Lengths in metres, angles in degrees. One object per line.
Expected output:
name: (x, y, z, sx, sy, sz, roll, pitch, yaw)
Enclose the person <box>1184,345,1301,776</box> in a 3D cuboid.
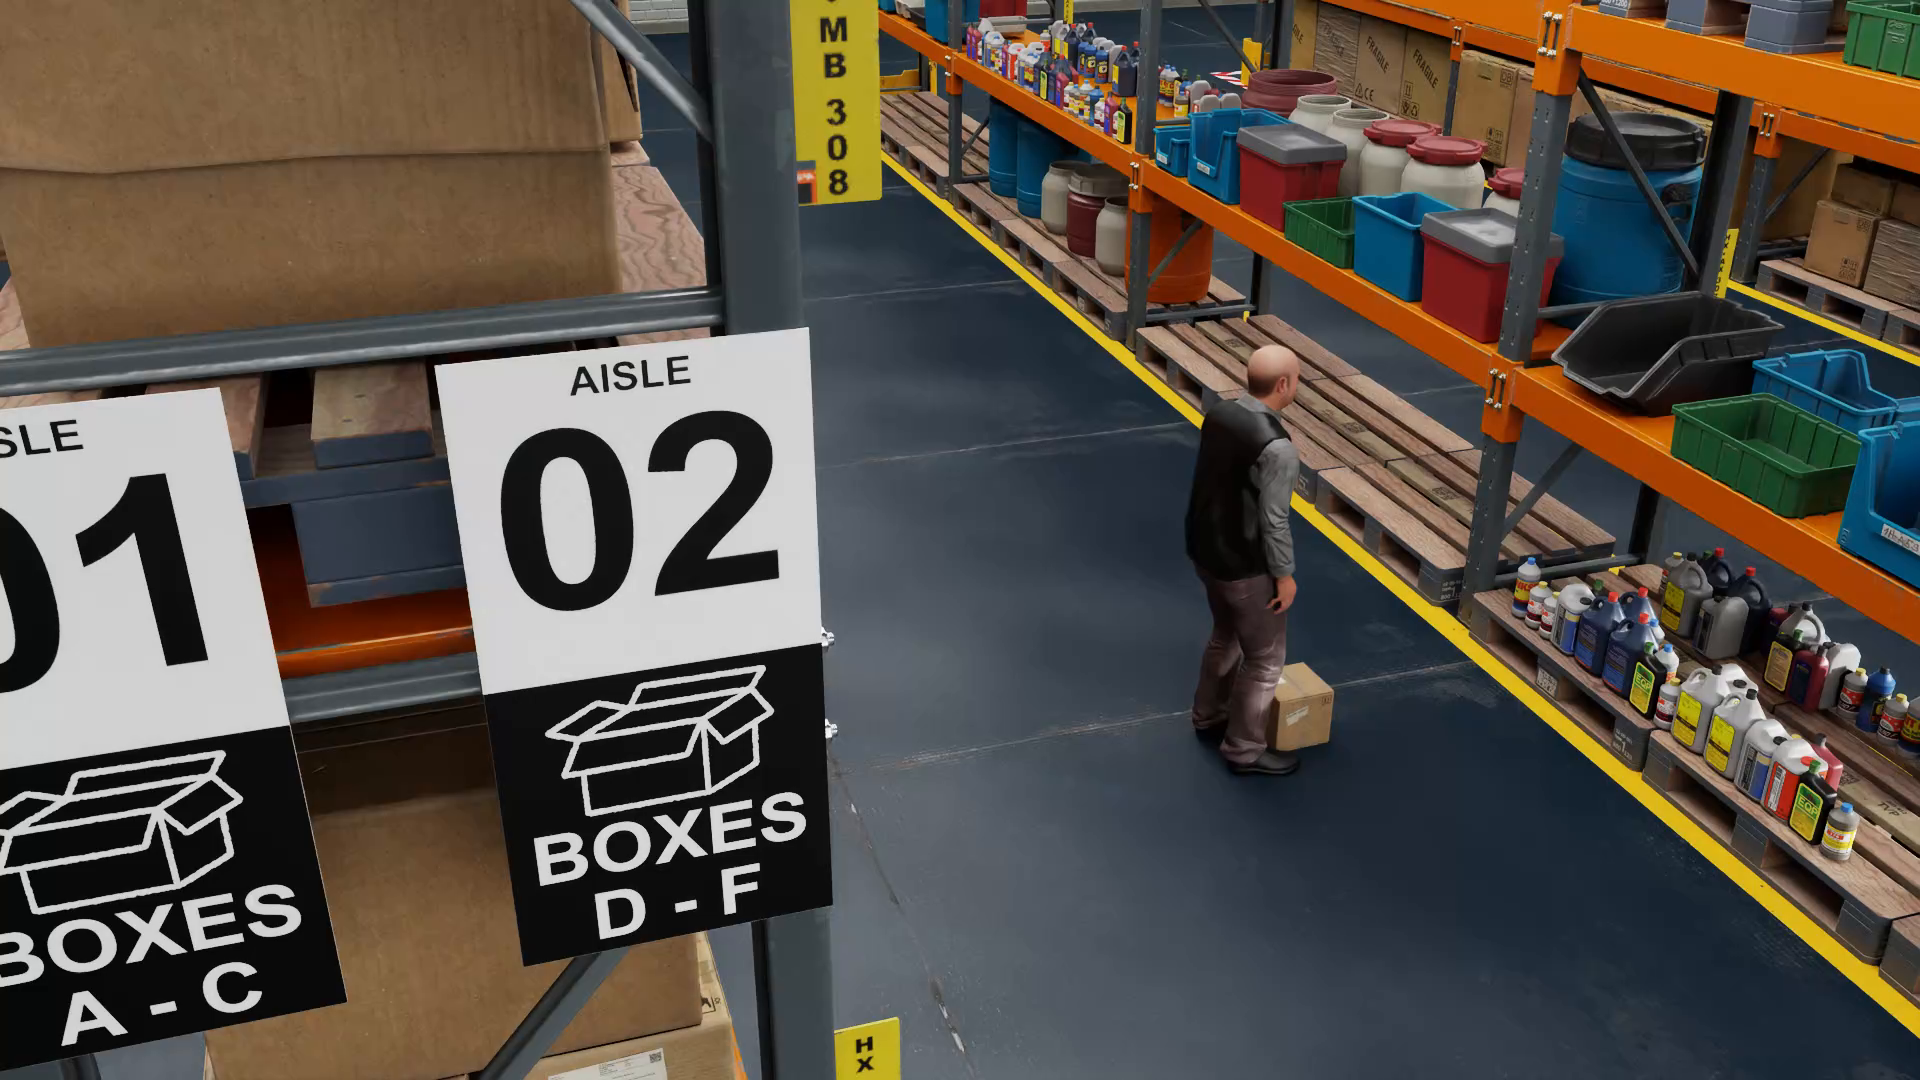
person: (1.101, 0.075, 6.490, 0.427, 1.719, 0.581, -10, 28, -19)
